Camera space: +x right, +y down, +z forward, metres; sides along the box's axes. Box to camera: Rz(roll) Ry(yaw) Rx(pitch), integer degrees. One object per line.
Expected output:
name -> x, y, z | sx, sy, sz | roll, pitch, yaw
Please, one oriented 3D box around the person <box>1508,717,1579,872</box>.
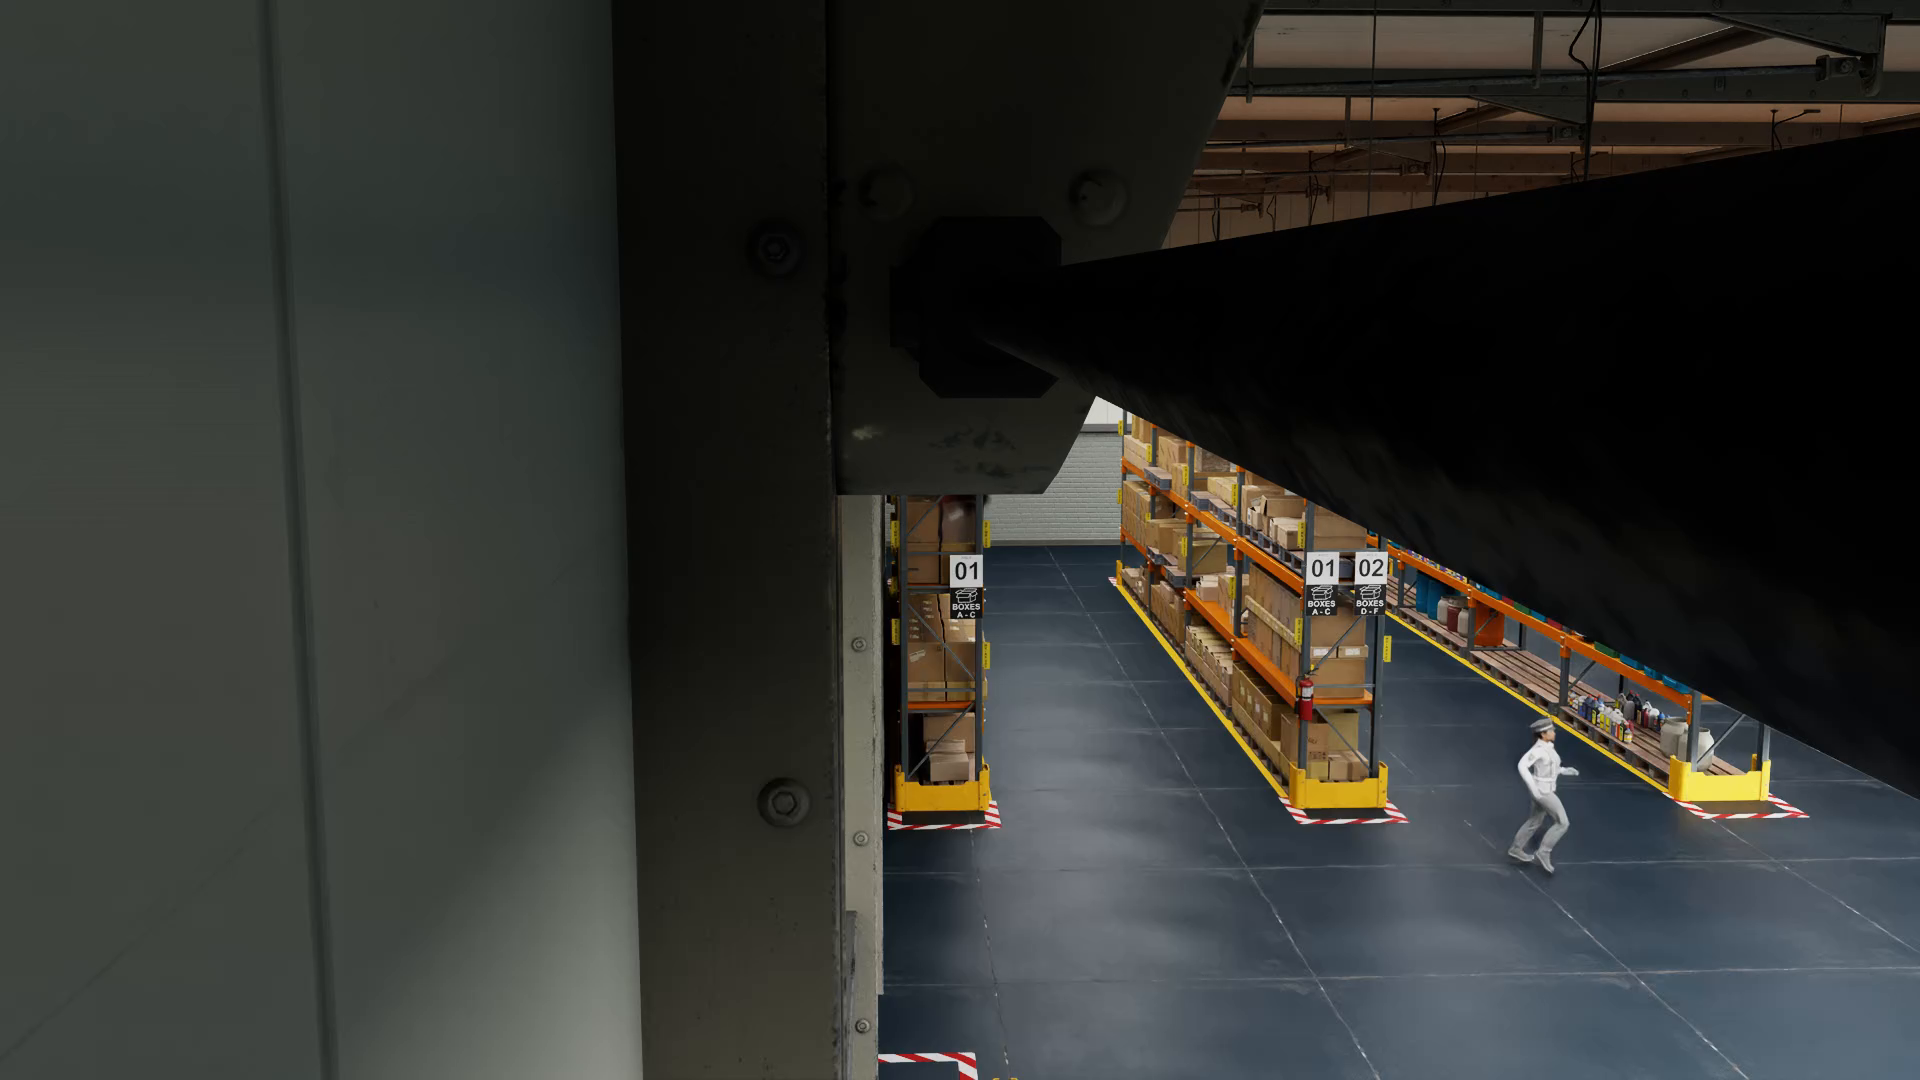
person -> 6.457, 2.806, 18.387 | 0.703, 1.715, 0.581 | 3, 9, 21
